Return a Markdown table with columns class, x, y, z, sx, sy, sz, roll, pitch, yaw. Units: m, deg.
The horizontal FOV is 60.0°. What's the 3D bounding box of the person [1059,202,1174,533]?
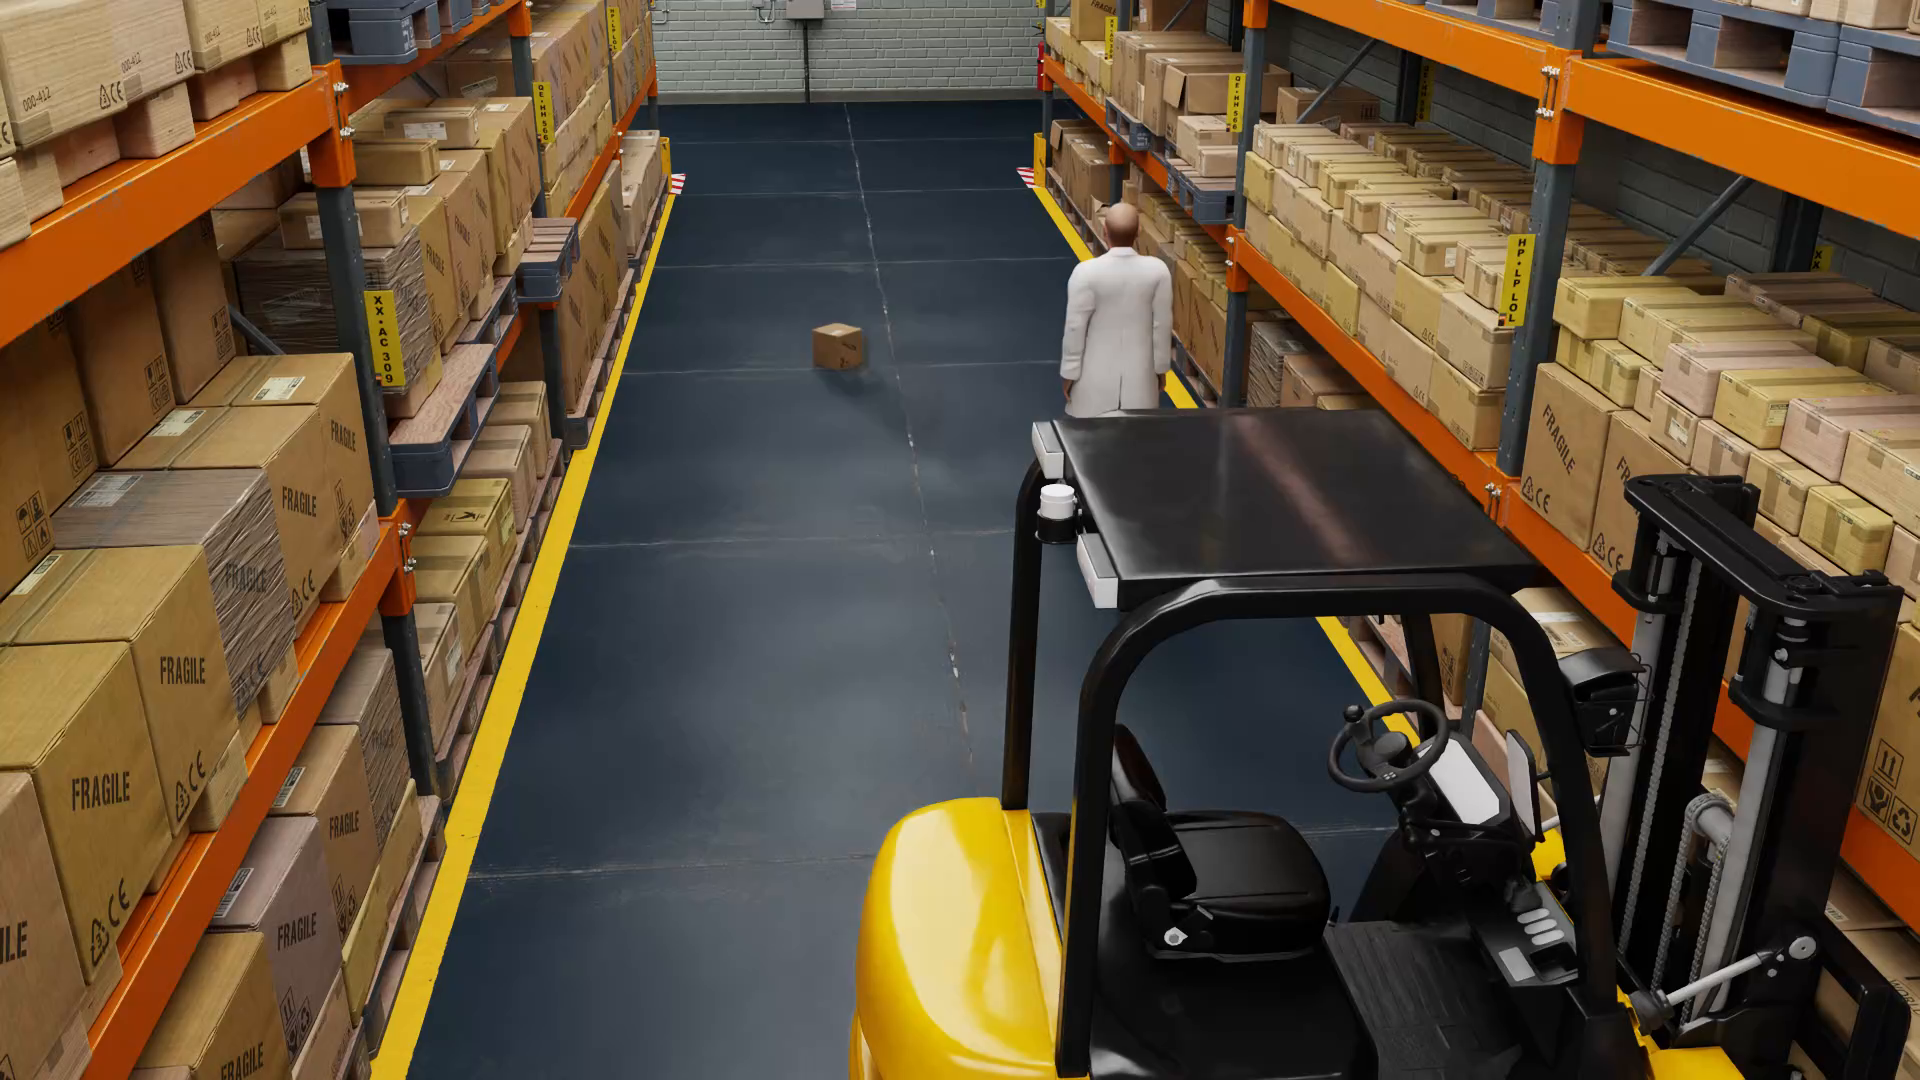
| class | x | y | z | sx | sy | sz | roll | pitch | yaw |
| --- | --- | --- | --- | --- | --- | --- | --- | --- | --- |
| person | 0.794 | -0.842 | 8.591 | 0.587 | 1.826 | 0.490 | -4 | 24 | -8 |
